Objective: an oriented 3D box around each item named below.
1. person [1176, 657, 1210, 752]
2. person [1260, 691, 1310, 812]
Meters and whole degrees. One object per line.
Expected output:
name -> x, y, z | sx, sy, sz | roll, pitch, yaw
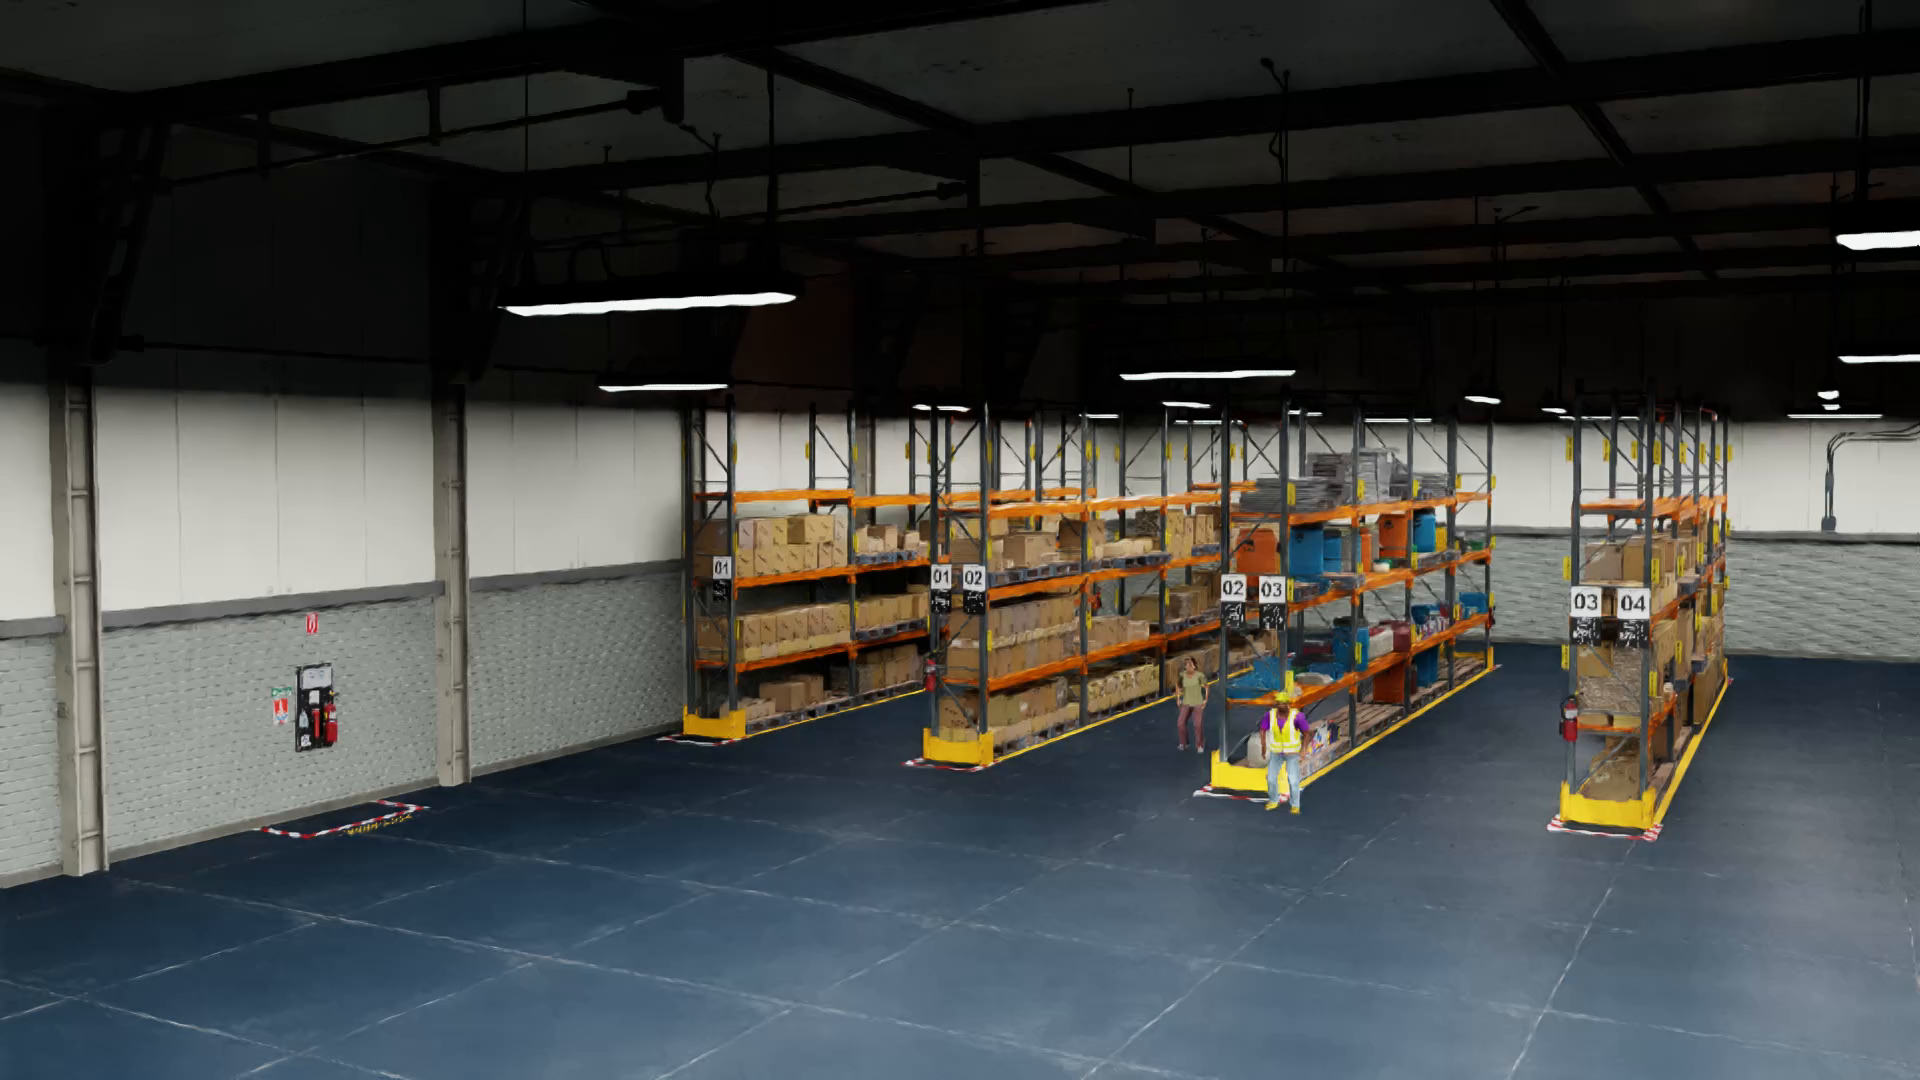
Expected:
person -> 3.878, 2.739, 27.753 | 0.598, 1.619, 0.507 | 1, 3, 26
person -> 4.494, 2.937, 23.085 | 0.719, 1.714, 0.572 | 1, 3, 26
